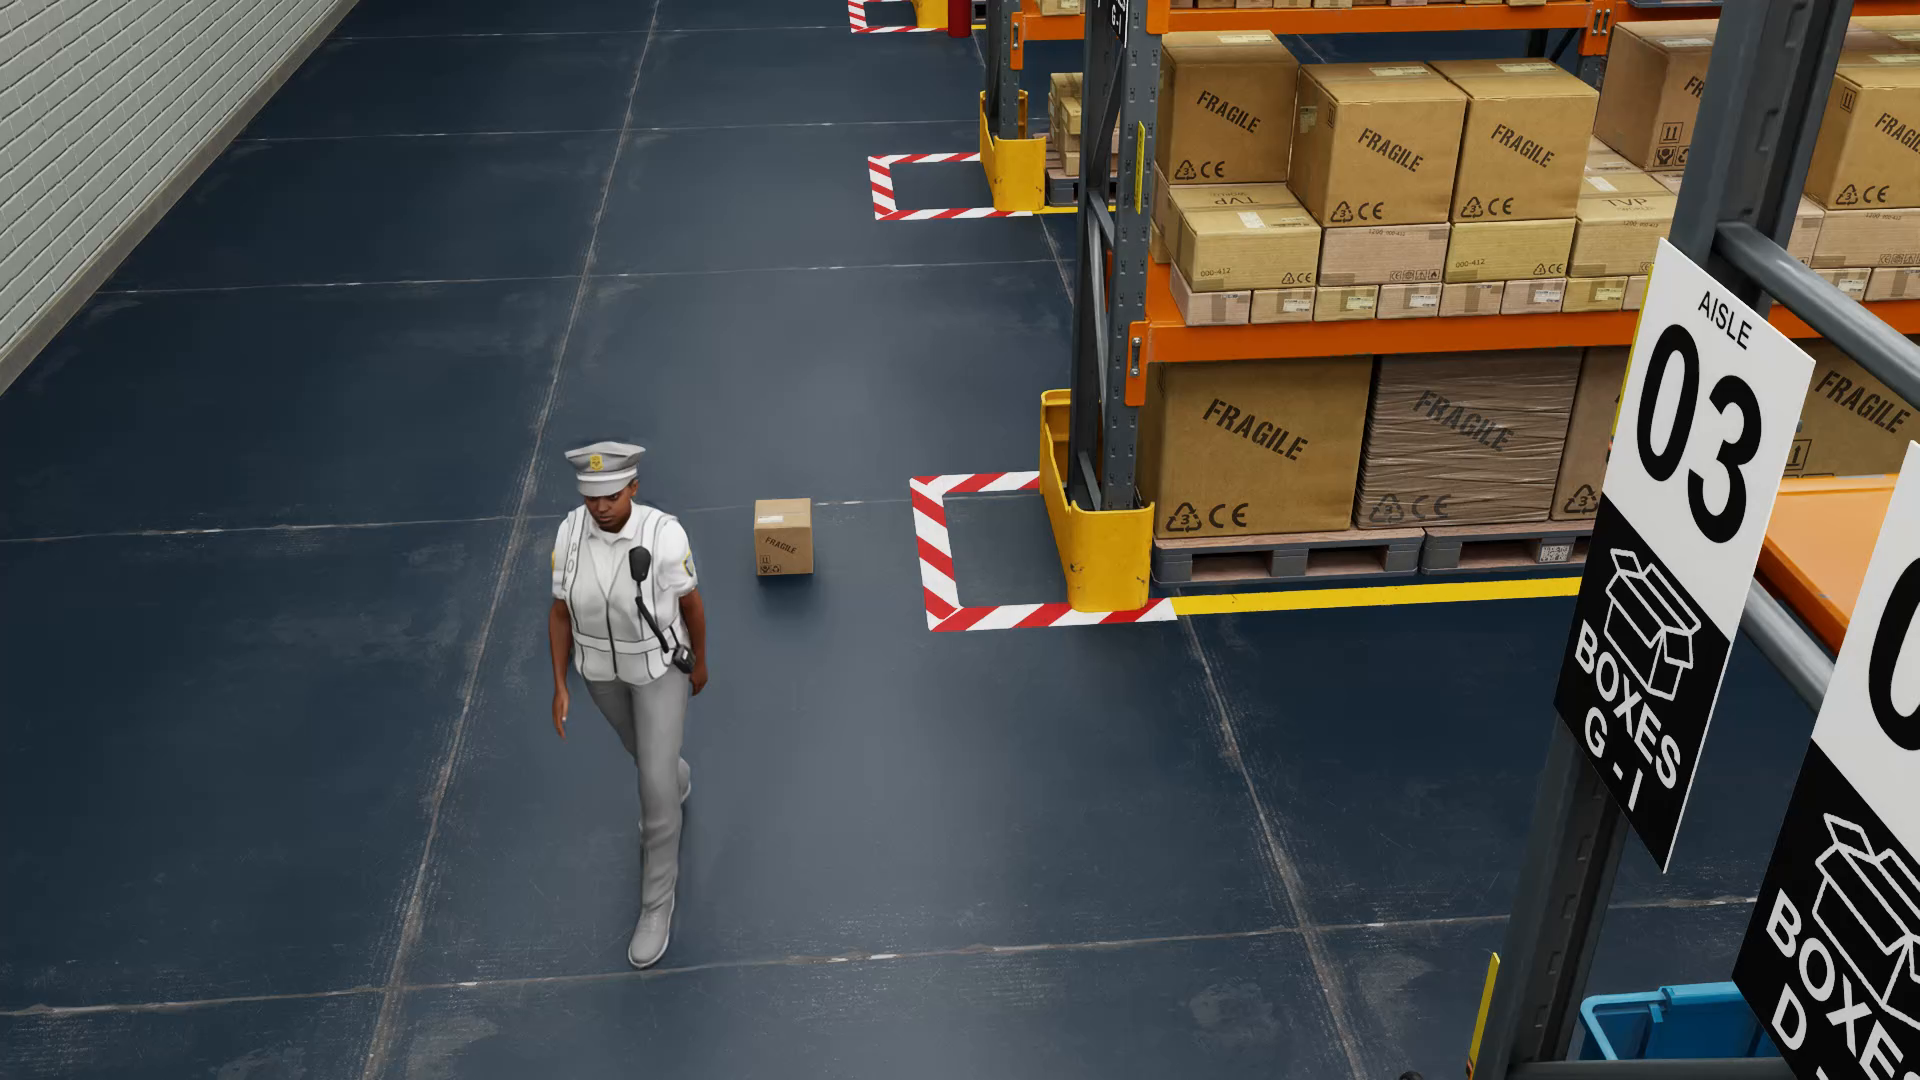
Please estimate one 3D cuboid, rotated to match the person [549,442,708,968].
[{"bbox_3d":[-1.082,0.450,5.363,0.460,1.683,0.858,6,32,10],"label":"person"}]
